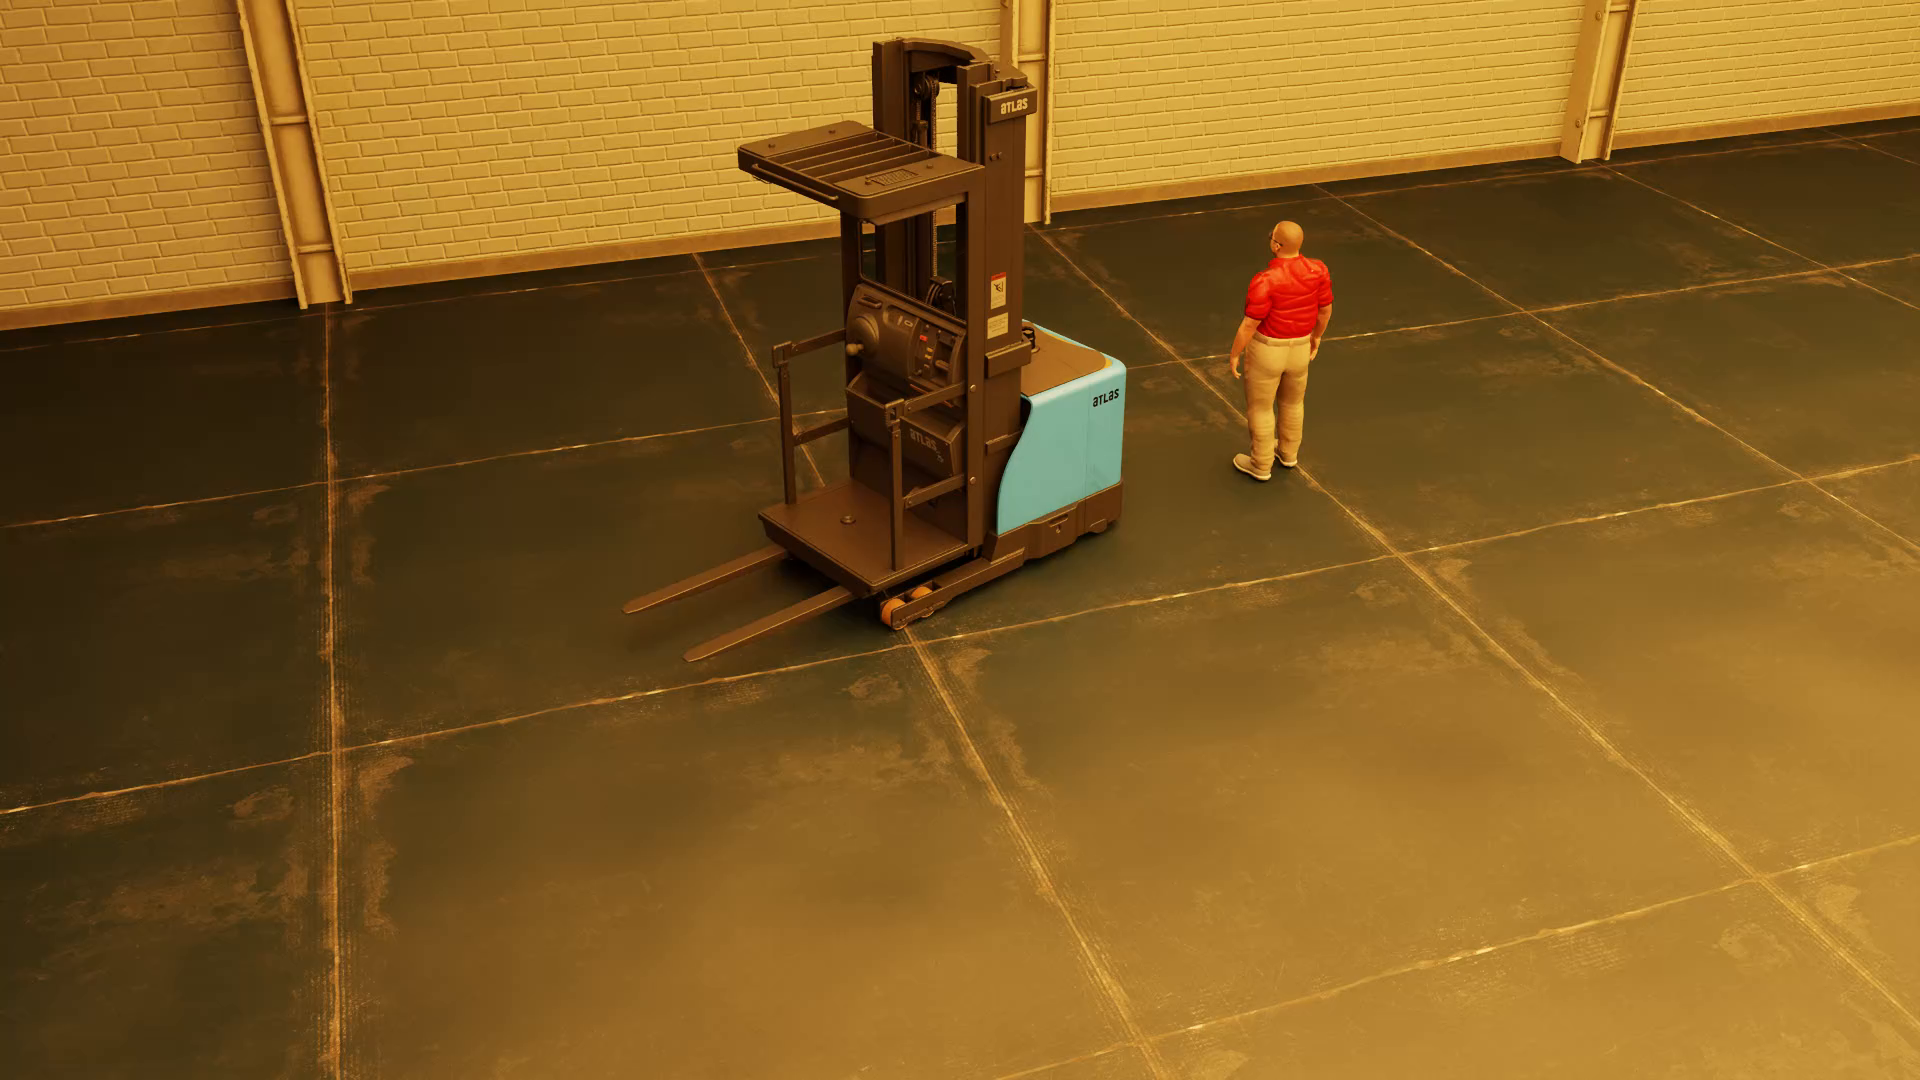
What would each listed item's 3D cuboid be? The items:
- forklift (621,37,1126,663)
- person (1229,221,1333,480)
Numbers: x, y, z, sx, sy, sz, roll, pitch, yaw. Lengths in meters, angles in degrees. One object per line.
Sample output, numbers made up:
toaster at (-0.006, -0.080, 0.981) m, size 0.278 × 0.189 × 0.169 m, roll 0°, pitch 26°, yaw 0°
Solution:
forklift at (-0.461, -1.072, 8.951) m, size 3.031 × 2.935 × 1.130 m, roll -23°, pitch 37°, yaw -34°
person at (1.942, -1.202, 10.367) m, size 0.641 × 1.727 × 0.551 m, roll -10°, pitch 31°, yaw -17°
